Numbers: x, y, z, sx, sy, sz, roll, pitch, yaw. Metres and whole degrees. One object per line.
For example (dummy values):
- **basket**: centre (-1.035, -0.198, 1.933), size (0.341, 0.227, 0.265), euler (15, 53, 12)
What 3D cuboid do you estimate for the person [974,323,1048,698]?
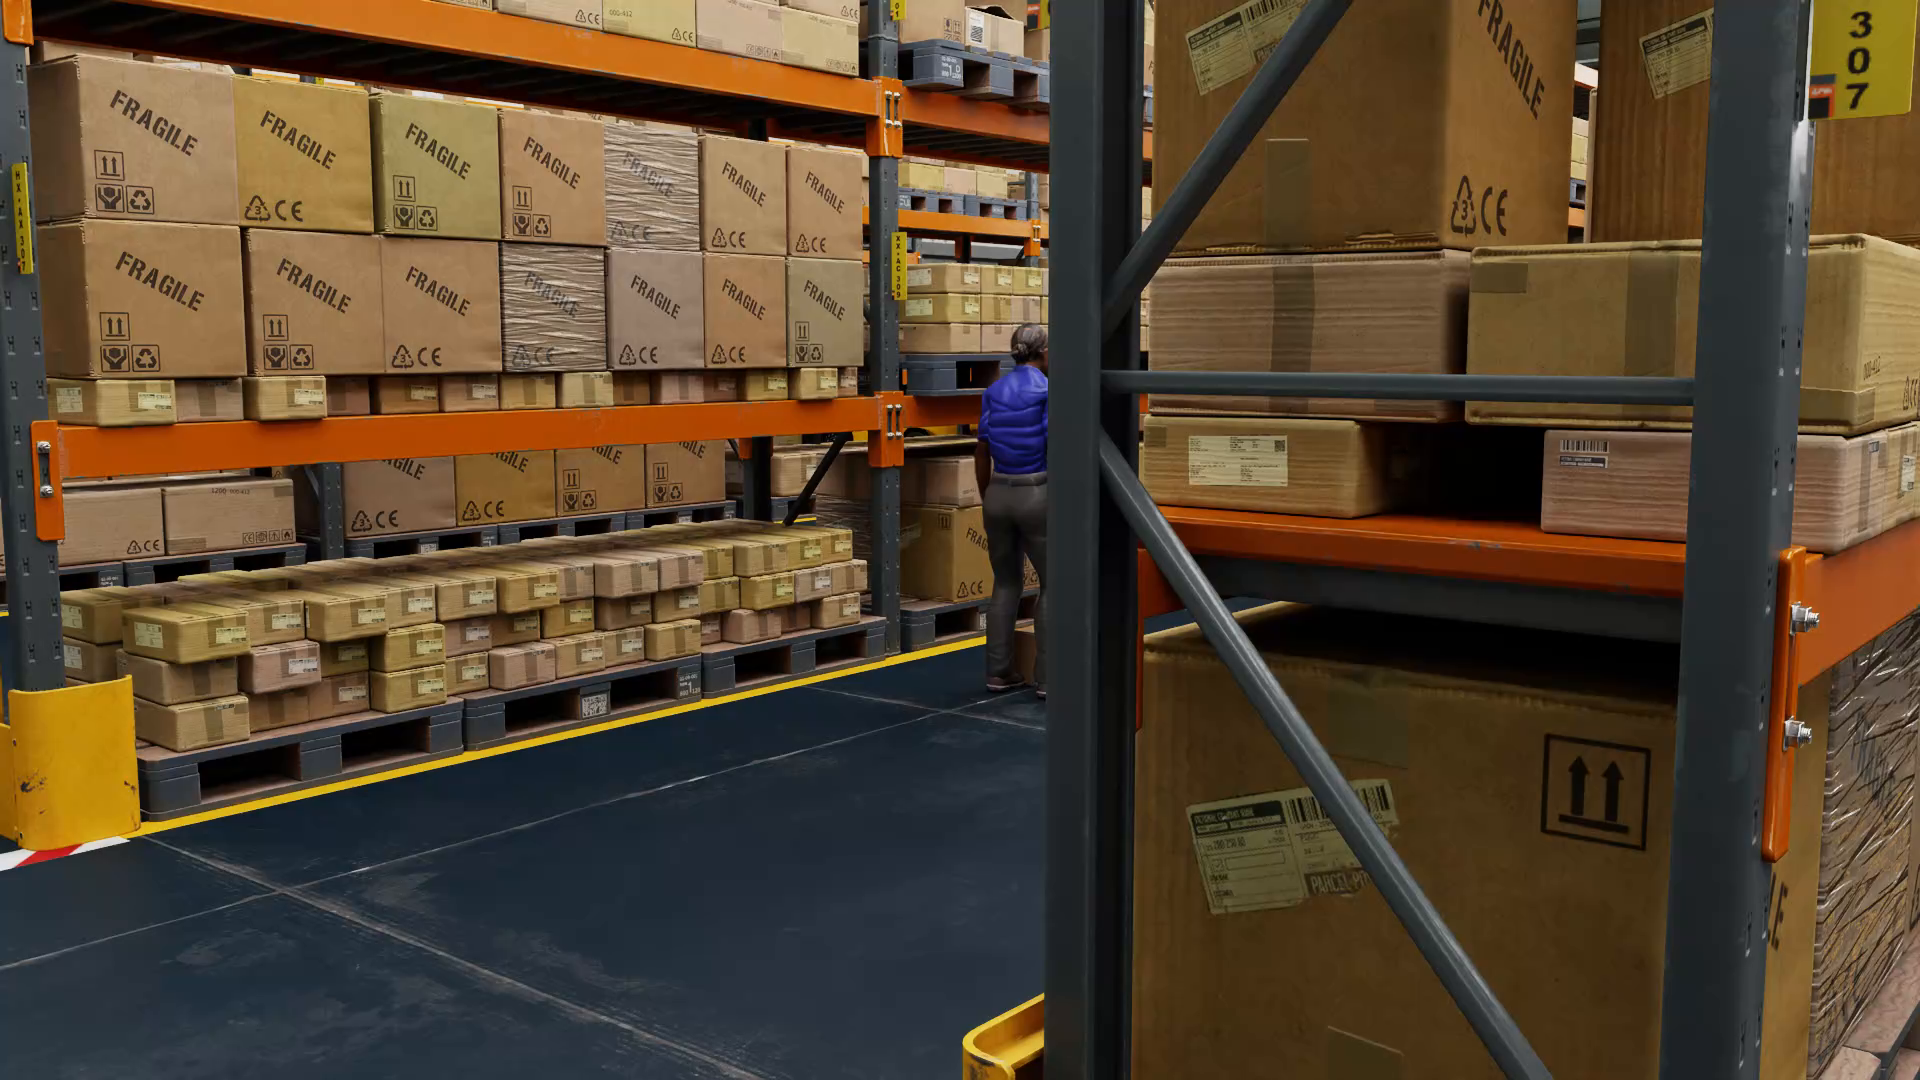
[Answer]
- **person**: centre (0.302, -0.136, 7.406), size (0.512, 1.654, 0.346), euler (5, 8, 33)
